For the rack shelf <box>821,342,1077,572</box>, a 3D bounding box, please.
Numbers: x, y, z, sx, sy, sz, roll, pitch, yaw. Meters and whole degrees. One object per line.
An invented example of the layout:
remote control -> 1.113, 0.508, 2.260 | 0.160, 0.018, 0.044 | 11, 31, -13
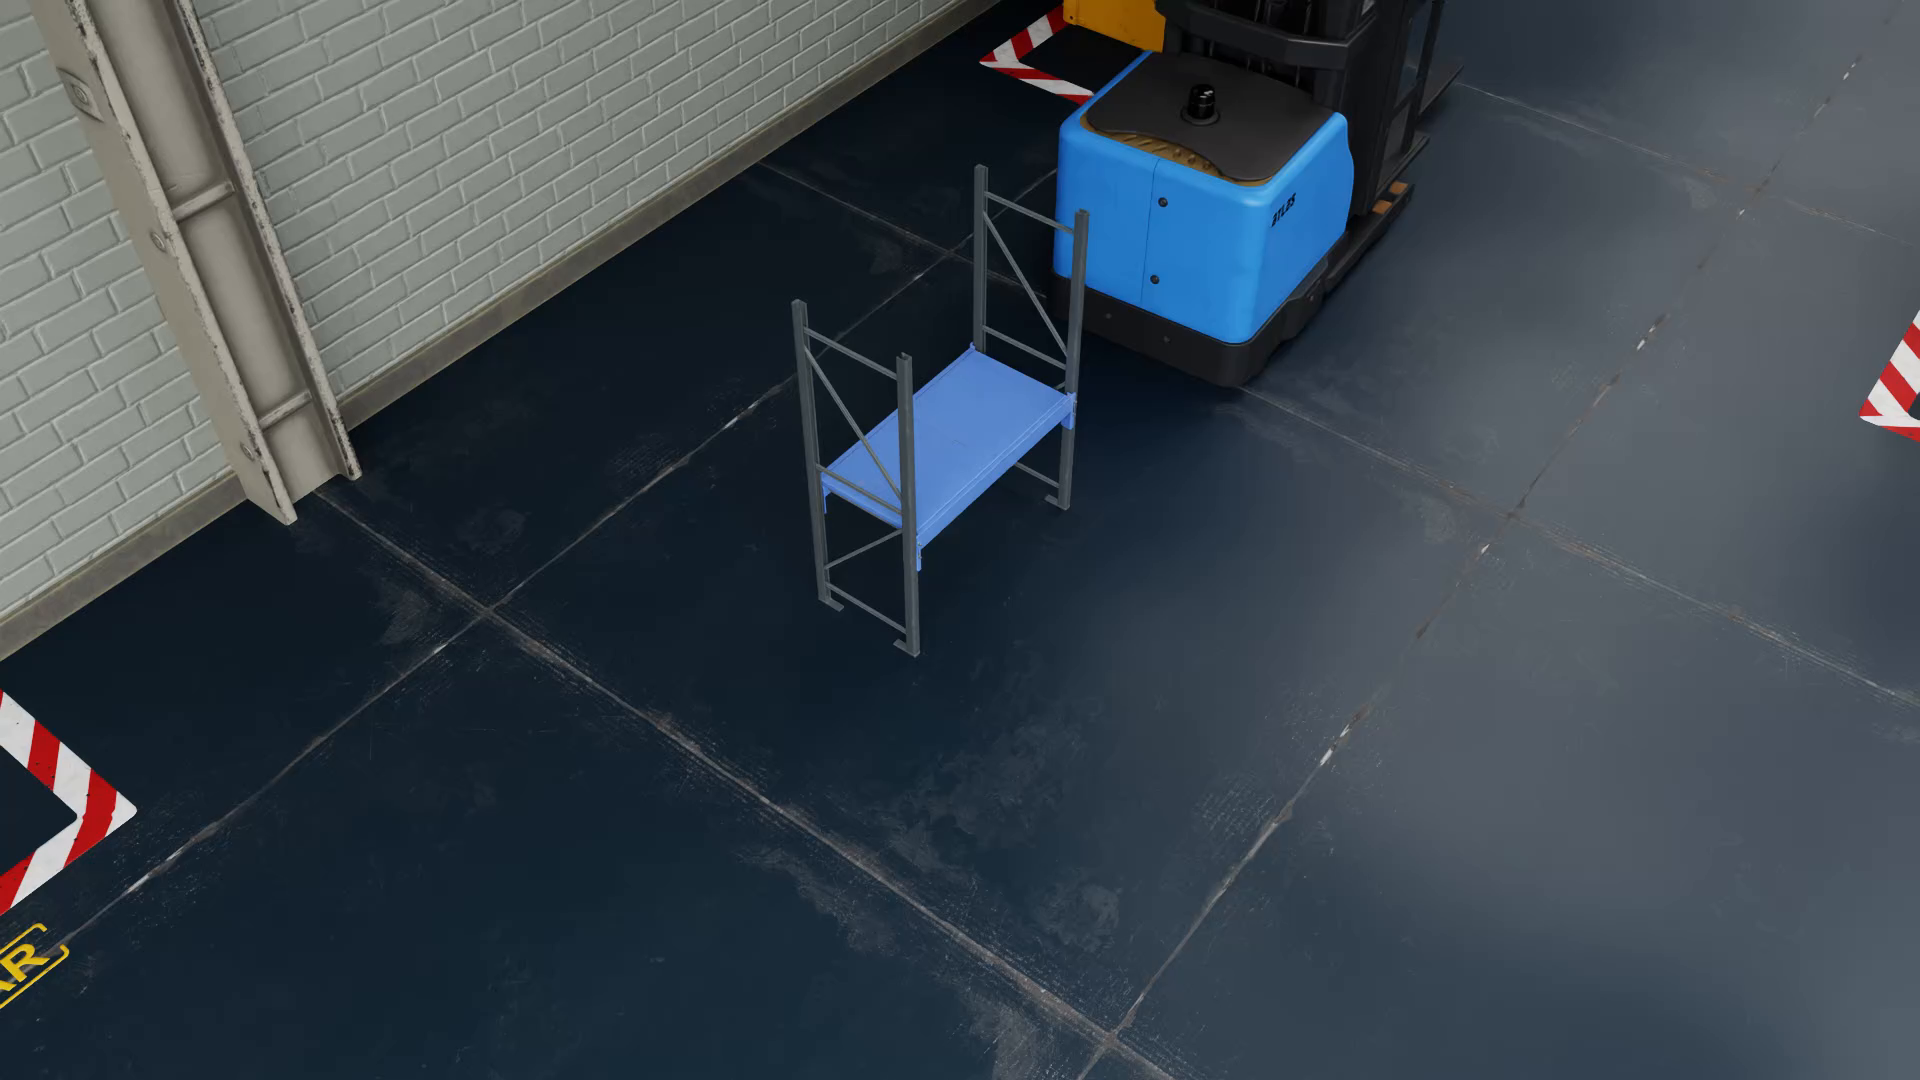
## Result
rack shelf -> -0.052, -0.345, 6.456 | 0.538, 0.185, 1.000 | 29, 53, 25

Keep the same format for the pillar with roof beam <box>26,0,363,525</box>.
pillar with roof beam -> 0.585, -1.446, 2.073 | 9.100, 9.000, 0.400 | 29, 53, 25

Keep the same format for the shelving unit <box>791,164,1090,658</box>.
shelving unit -> -0.052, -0.469, 6.326 | 0.538, 1.500, 1.048 | 29, 53, 25

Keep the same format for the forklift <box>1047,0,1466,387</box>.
forklift -> 1.656, -2.739, 7.504 | 1.130, 2.935, 3.031 | 26, 52, 23

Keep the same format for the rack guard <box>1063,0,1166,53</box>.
rack guard -> 1.150, -3.107, 9.537 | 1.175, 0.500, 0.348 | 29, 53, 25

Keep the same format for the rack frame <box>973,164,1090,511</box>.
rack frame -> 0.259, -0.760, 6.604 | 0.500, 1.500, 0.032 | 29, 53, 25

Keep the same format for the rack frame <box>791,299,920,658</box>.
rack frame -> -0.363, -0.178, 6.048 | 0.500, 1.500, 0.032 | 29, 53, 25
